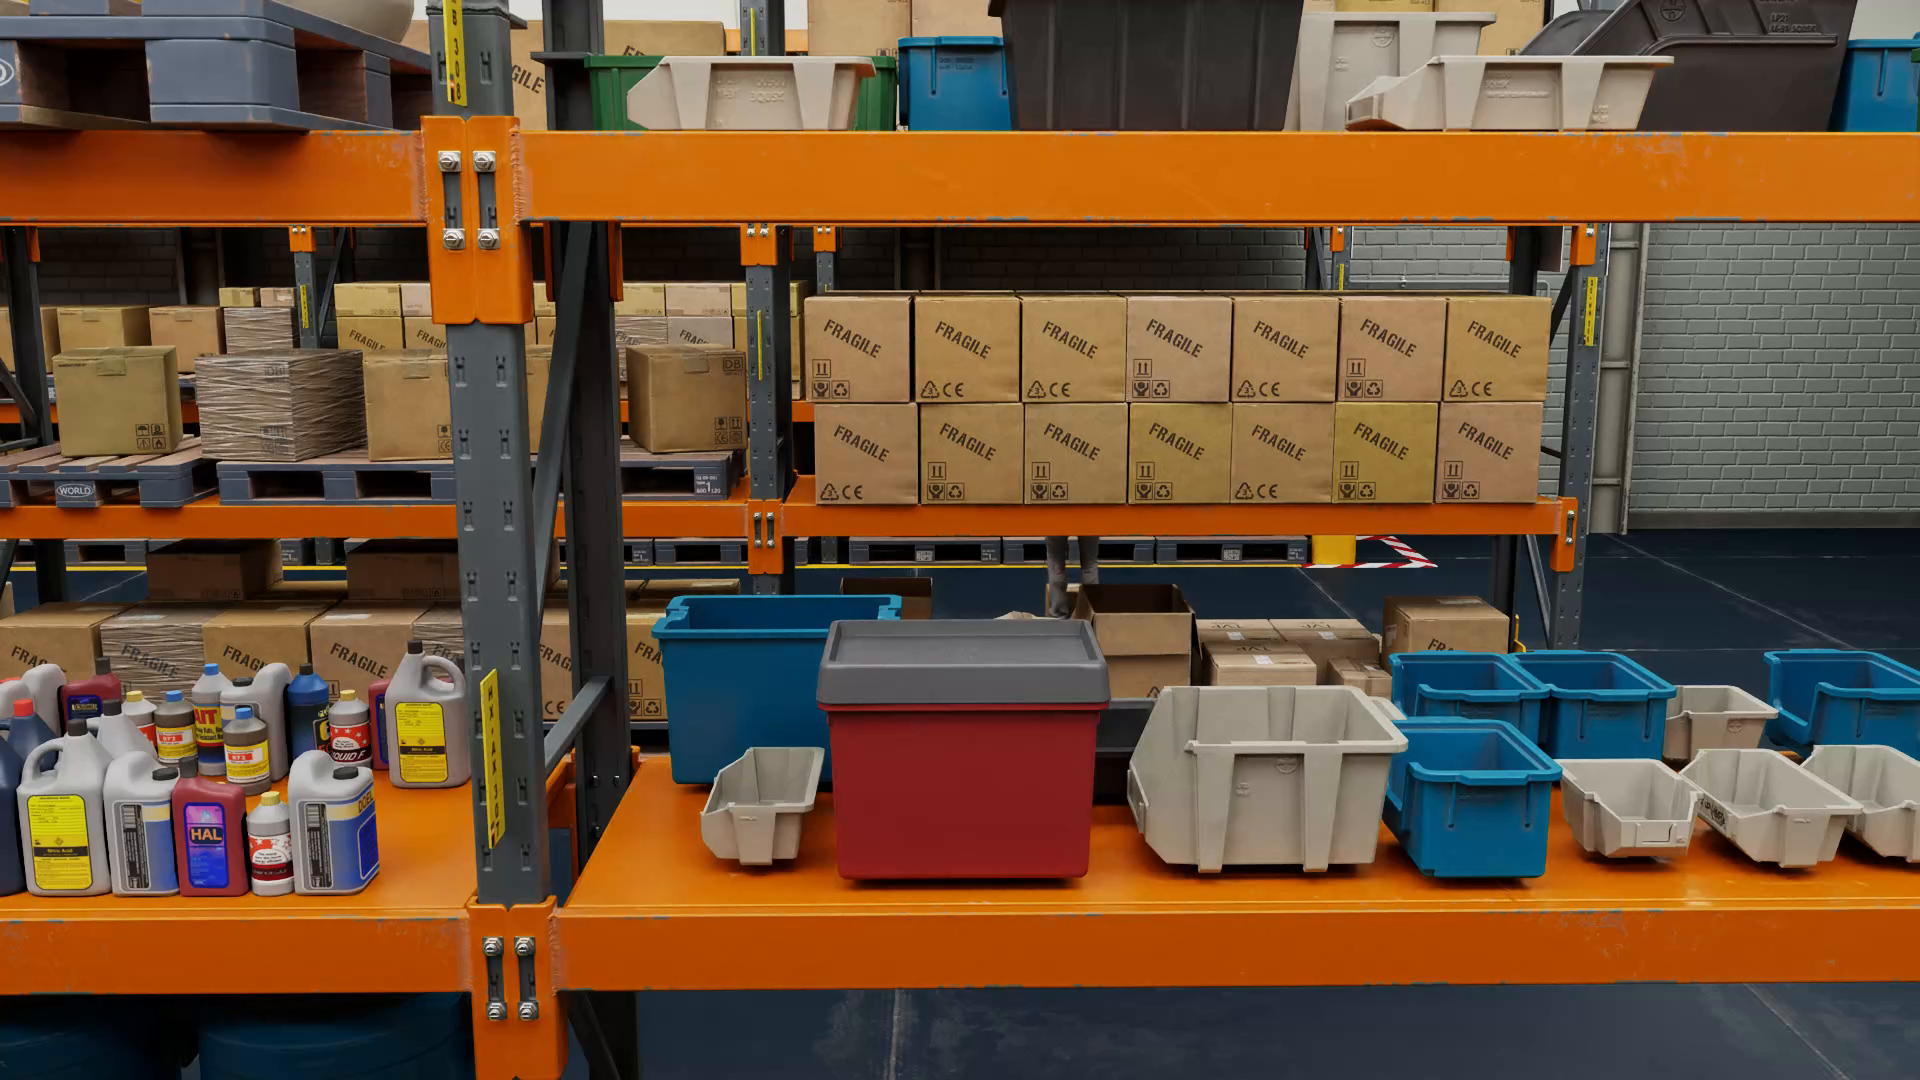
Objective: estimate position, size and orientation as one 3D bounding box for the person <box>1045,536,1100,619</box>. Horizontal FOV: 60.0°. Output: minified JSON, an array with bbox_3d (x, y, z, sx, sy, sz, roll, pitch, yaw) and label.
[{"bbox_3d":[0.733,-0.175,10.886,0.458,1.592,0.376,-1,11,-3],"label":"person"}]
